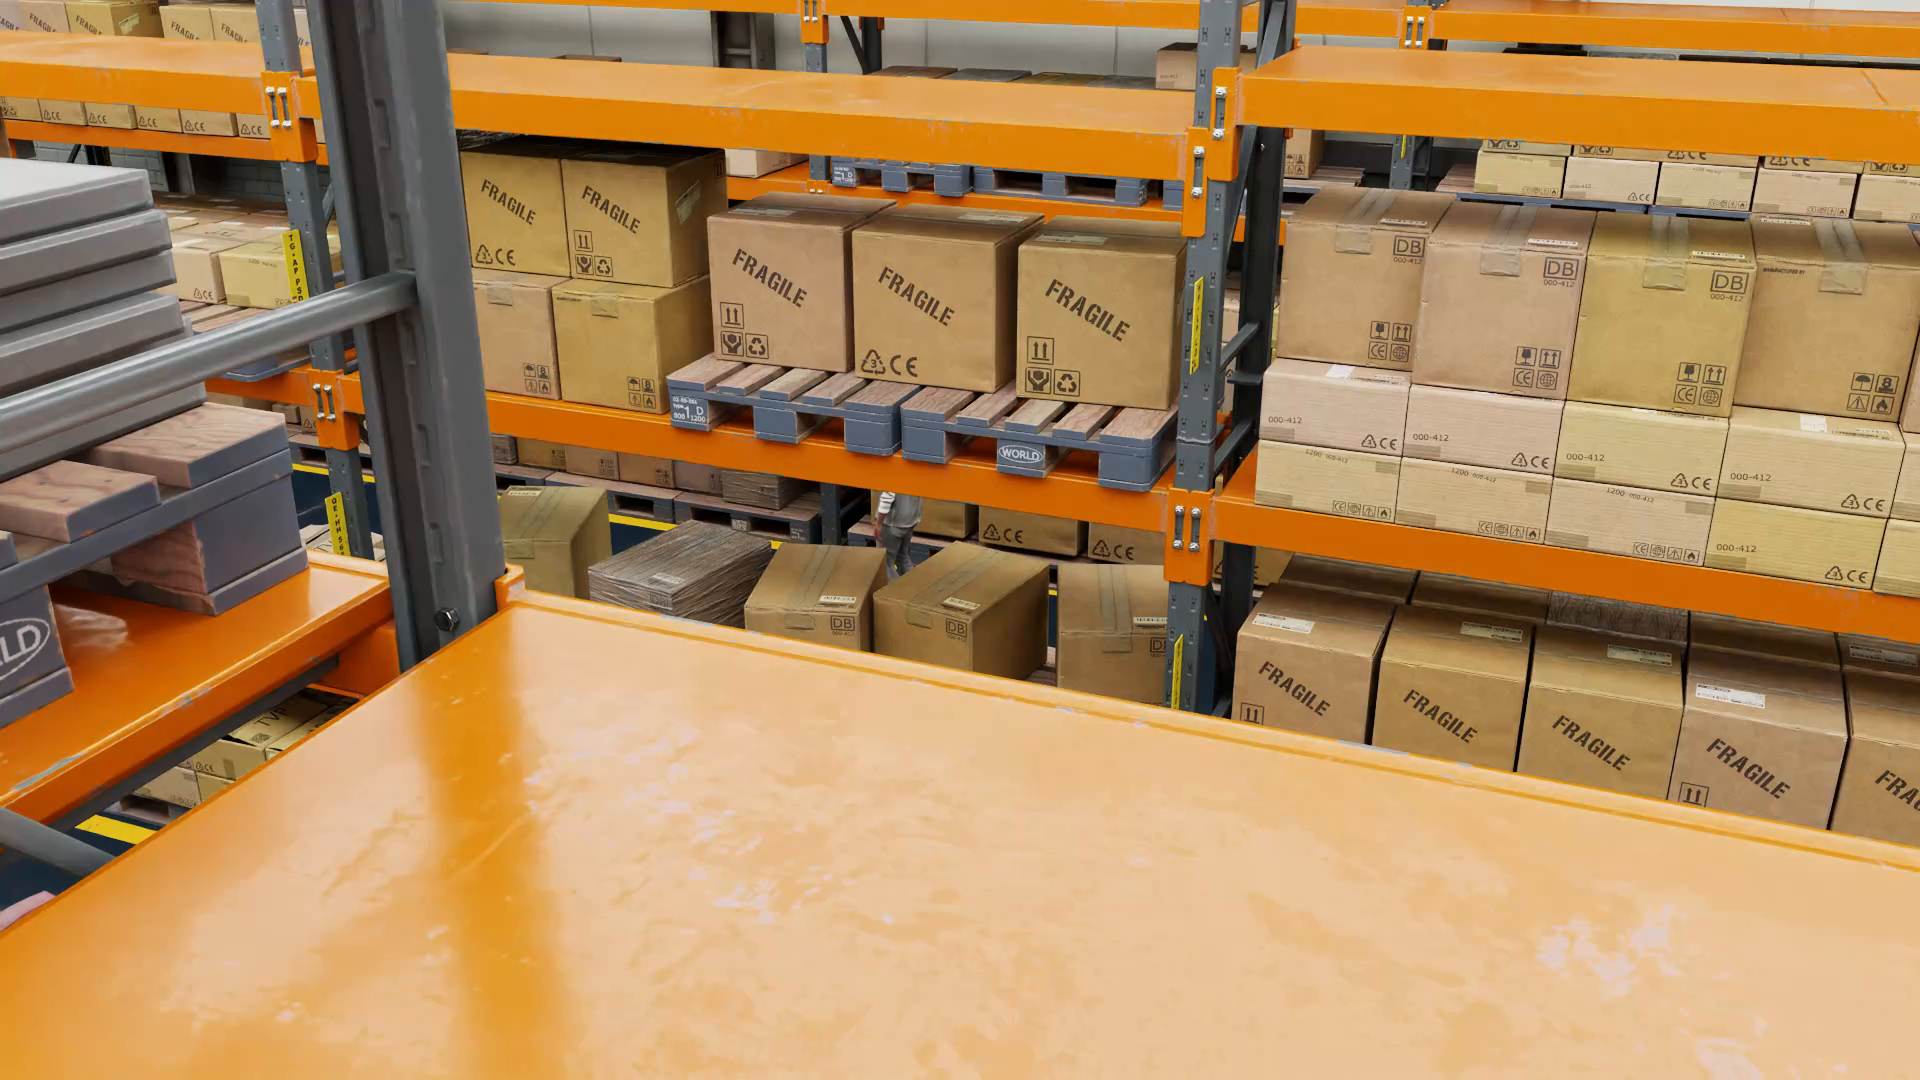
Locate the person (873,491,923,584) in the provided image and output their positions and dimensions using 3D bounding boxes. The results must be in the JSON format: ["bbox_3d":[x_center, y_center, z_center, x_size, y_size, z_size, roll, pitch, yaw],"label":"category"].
[{"bbox_3d":[-0.446,-0.152,11.267,0.364,1.593,0.461,9,24,21],"label":"person"}]
